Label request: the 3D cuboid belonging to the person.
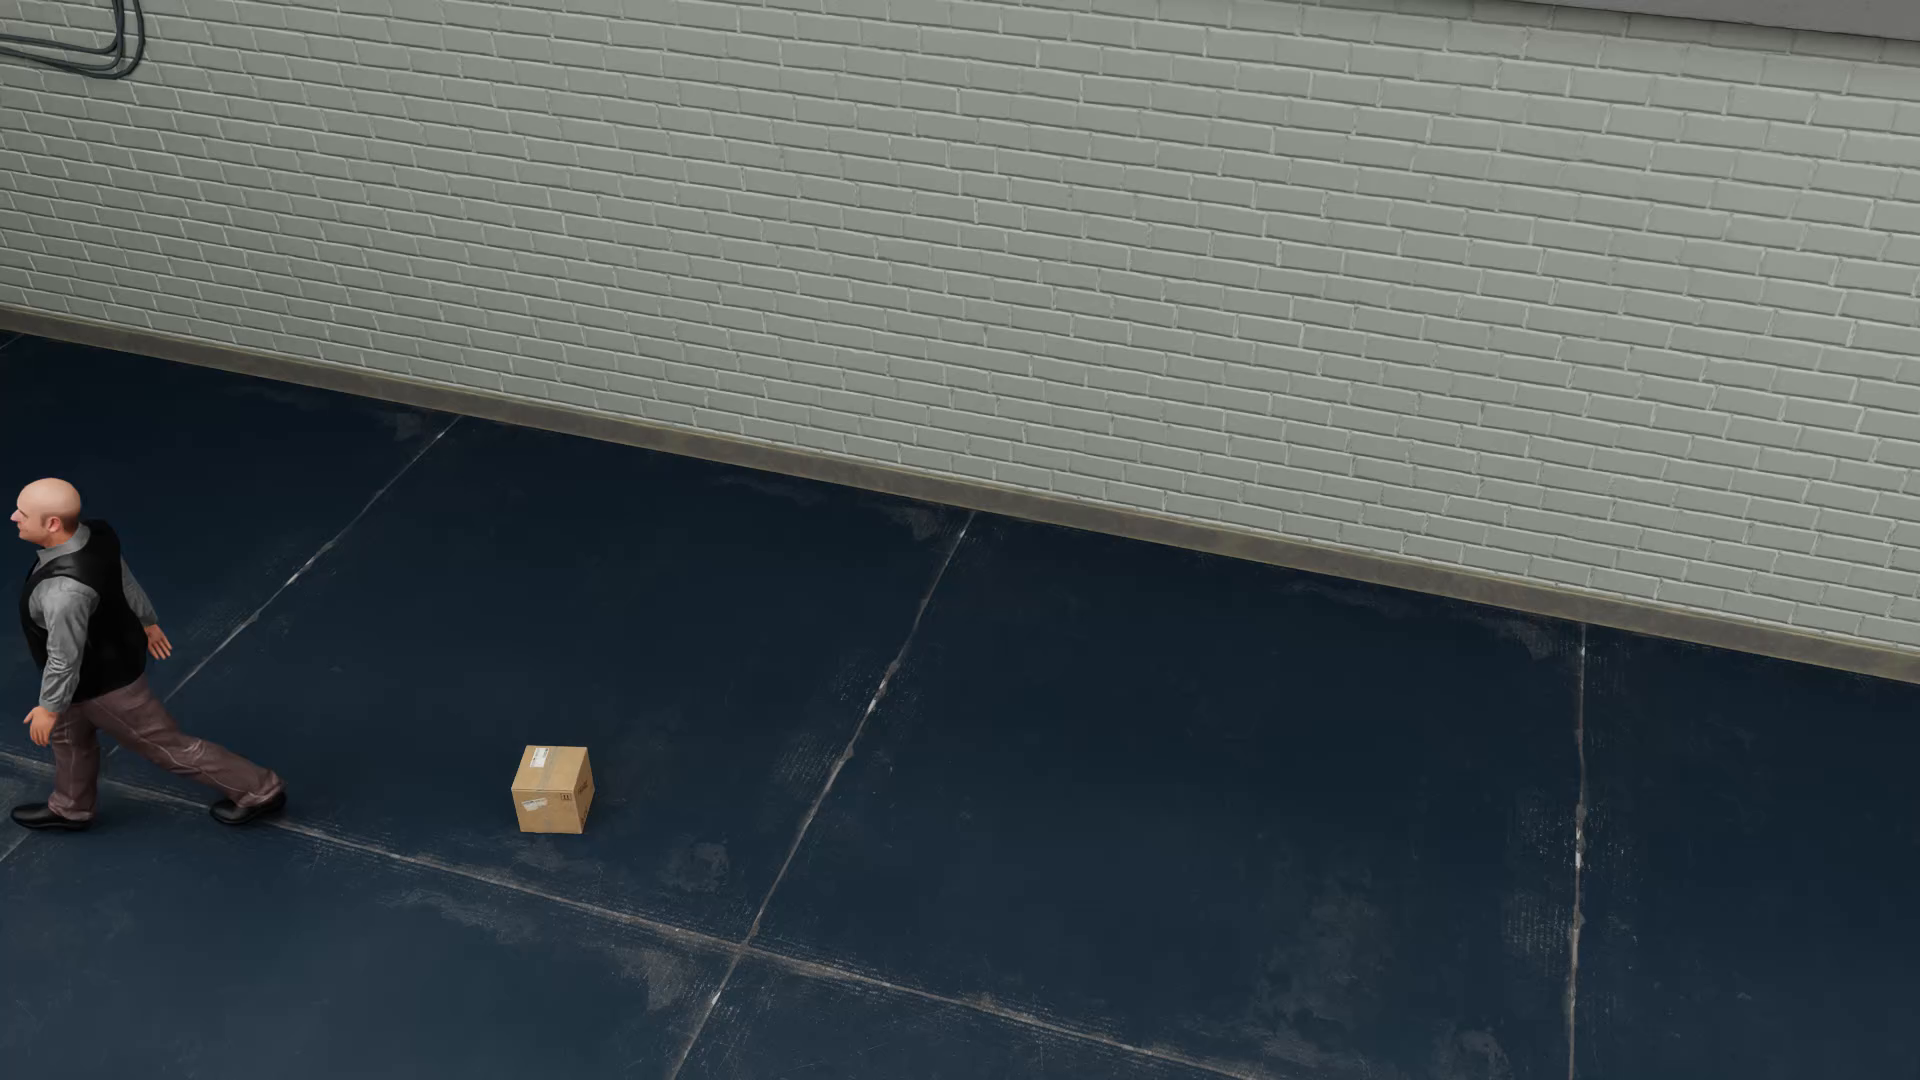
[{"bbox_3d":[-3.269,0.496,6.263,1.073,1.670,0.564,-11,38,-14],"label":"person"}]
